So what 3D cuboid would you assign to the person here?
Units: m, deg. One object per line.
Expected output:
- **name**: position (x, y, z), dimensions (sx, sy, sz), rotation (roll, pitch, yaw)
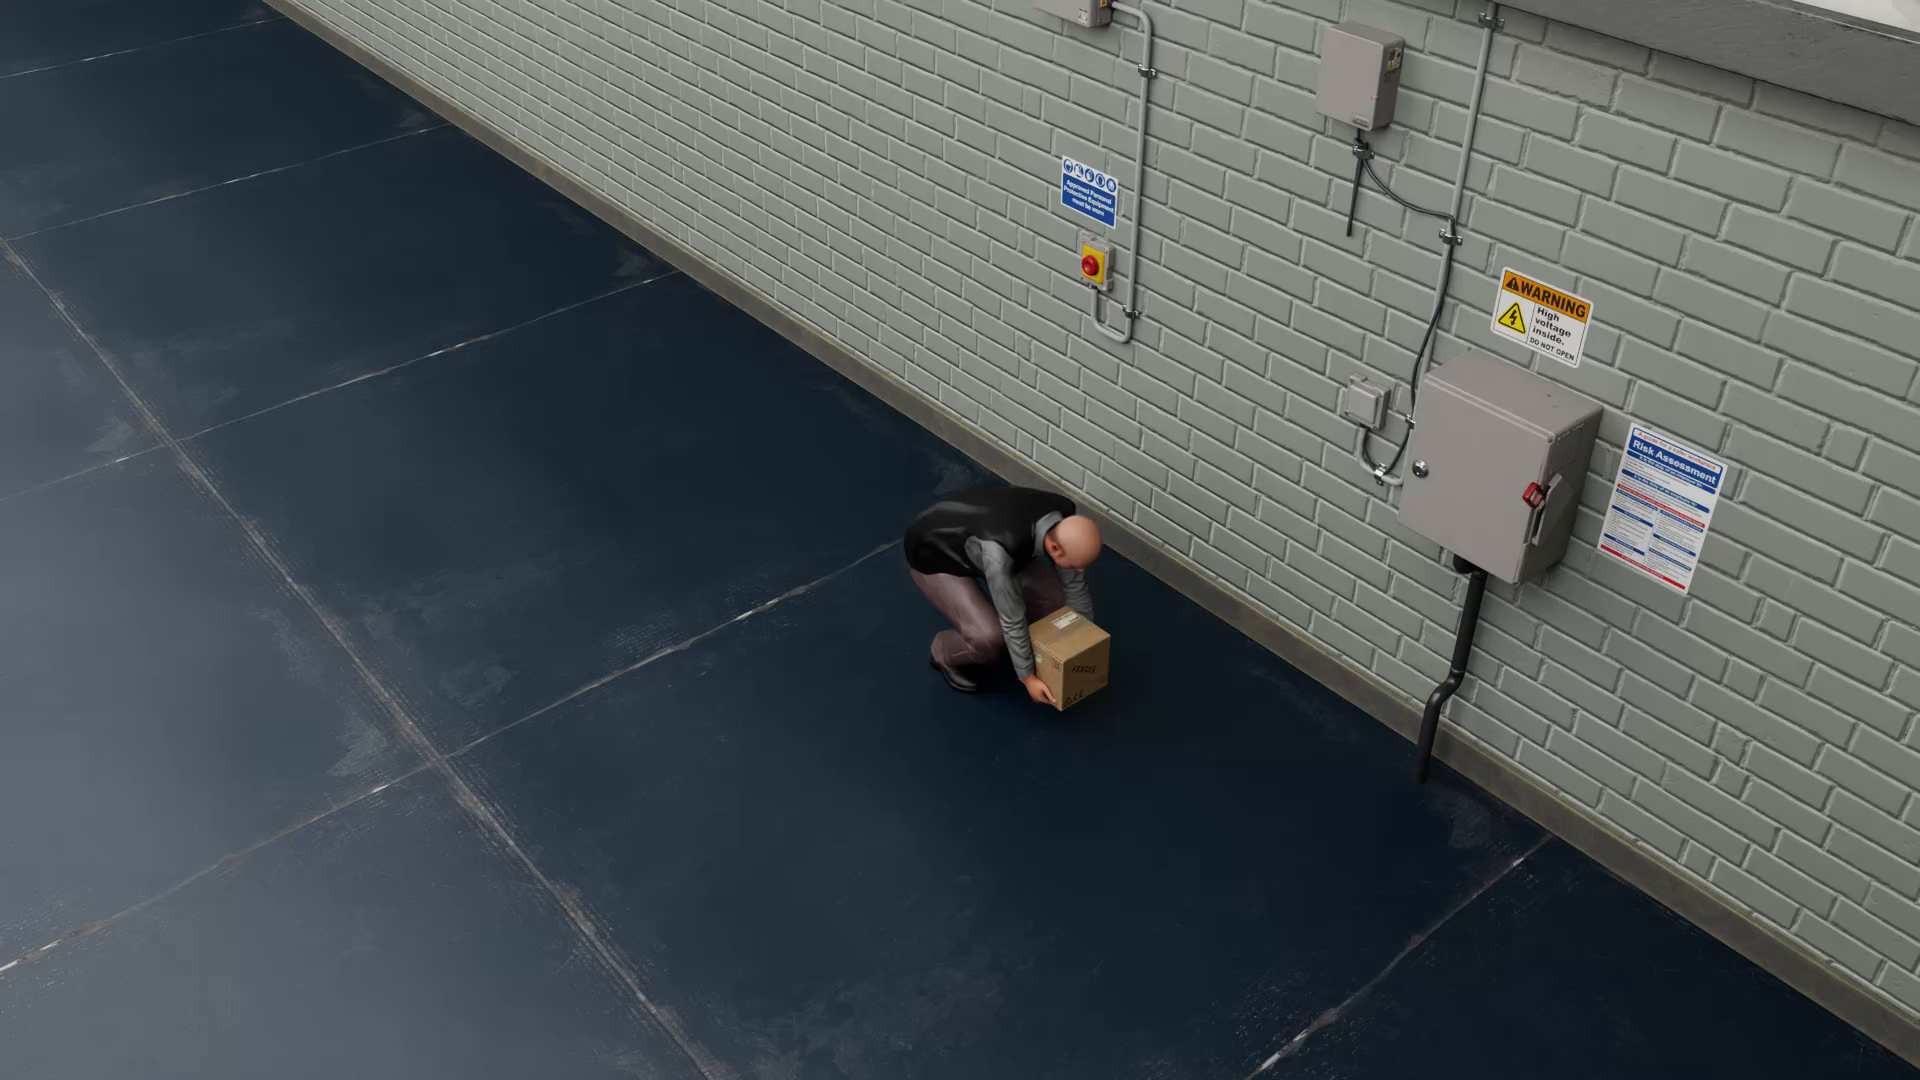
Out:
- **person**: position (0.184, 0.181, 6.578), dimensions (0.509, 0.960, 0.896), rotation (-27, 44, -33)
